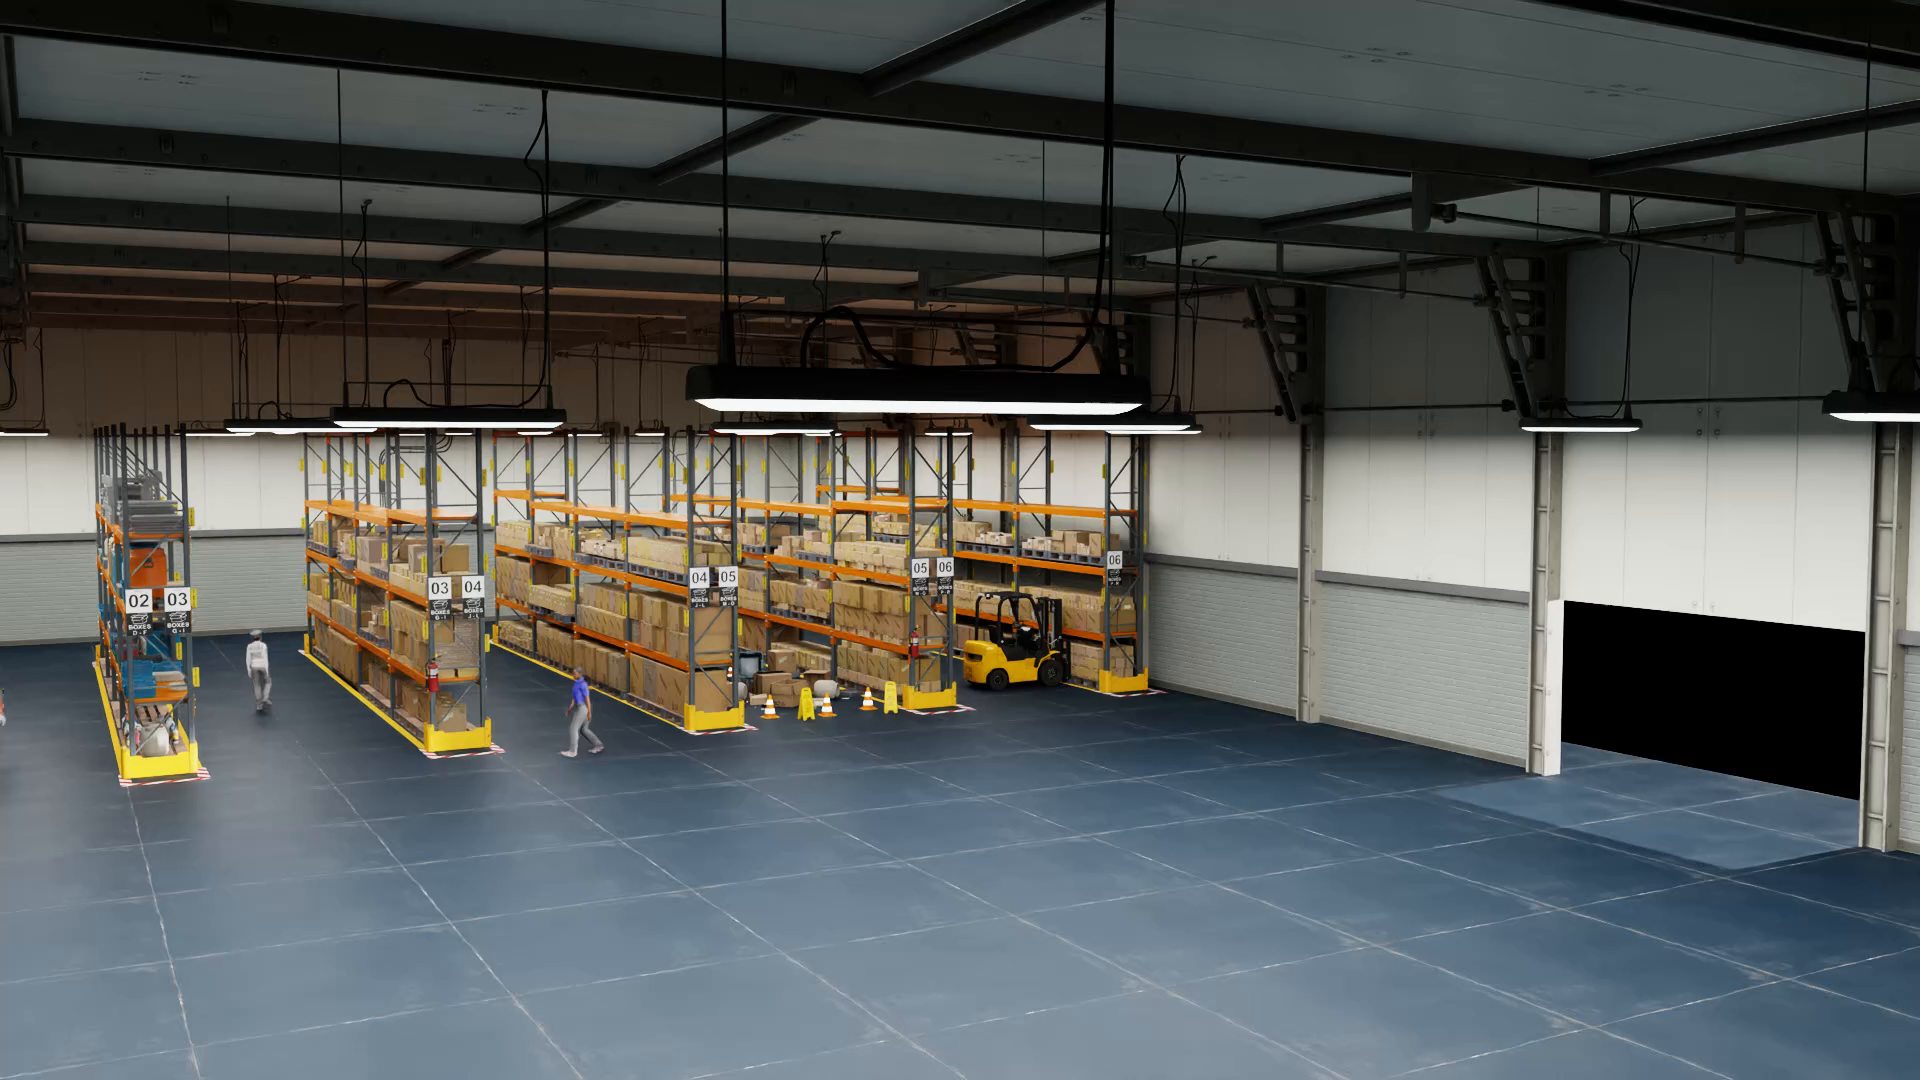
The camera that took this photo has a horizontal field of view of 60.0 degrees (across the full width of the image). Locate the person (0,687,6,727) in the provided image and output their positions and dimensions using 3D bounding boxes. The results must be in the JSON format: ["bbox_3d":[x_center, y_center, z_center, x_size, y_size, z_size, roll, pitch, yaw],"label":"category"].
[{"bbox_3d":[-16.923,3.109,28.830,0.632,1.795,0.721,-2,4,-29],"label":"person"}]

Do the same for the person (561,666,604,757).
[{"bbox_3d":[-6.857,3.100,30.146,0.796,1.616,0.503,-1,4,-17],"label":"person"}]

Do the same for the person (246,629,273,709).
[{"bbox_3d":[-14.863,2.742,35.263,0.517,1.671,0.463,-1,4,-16],"label":"person"}]

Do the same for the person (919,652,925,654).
[{"bbox_3d":[-1.026,2.448,39.456,0.601,1.756,0.490,-1,4,-20],"label":"person"}]
